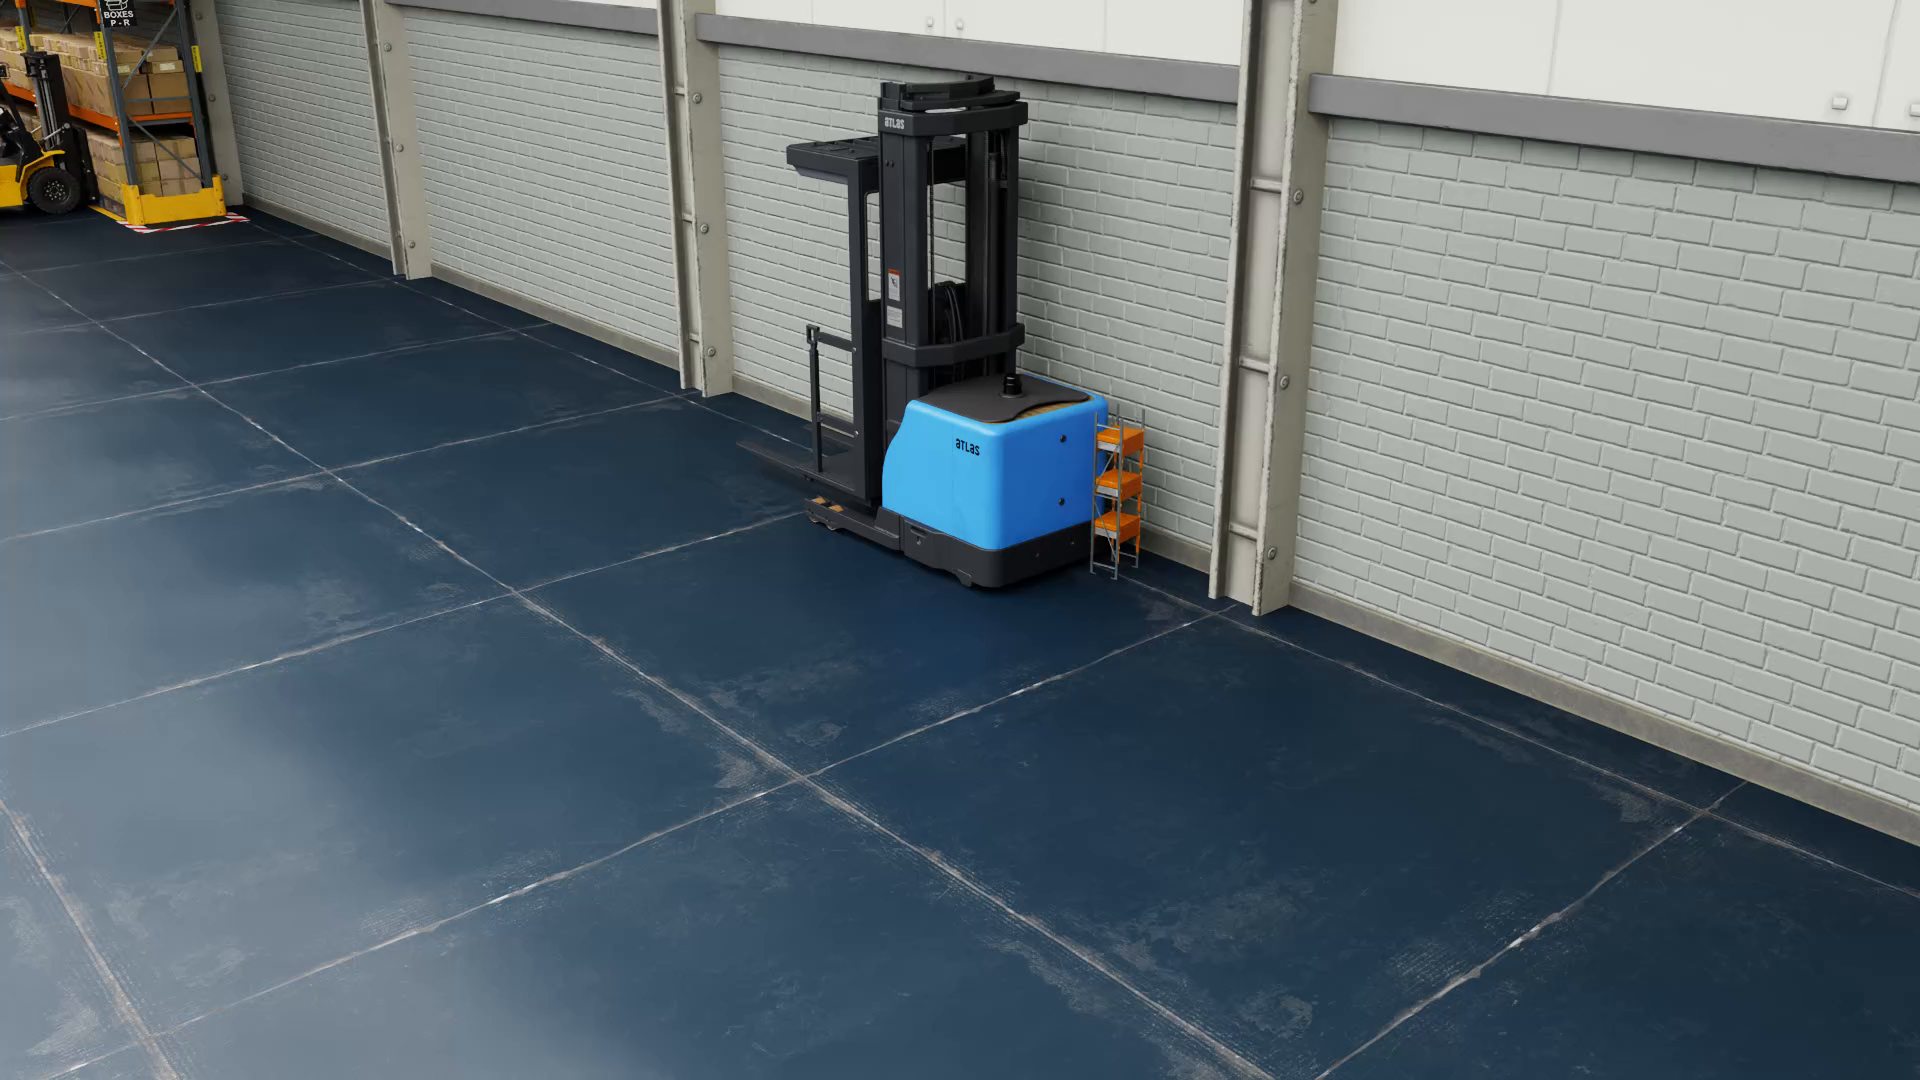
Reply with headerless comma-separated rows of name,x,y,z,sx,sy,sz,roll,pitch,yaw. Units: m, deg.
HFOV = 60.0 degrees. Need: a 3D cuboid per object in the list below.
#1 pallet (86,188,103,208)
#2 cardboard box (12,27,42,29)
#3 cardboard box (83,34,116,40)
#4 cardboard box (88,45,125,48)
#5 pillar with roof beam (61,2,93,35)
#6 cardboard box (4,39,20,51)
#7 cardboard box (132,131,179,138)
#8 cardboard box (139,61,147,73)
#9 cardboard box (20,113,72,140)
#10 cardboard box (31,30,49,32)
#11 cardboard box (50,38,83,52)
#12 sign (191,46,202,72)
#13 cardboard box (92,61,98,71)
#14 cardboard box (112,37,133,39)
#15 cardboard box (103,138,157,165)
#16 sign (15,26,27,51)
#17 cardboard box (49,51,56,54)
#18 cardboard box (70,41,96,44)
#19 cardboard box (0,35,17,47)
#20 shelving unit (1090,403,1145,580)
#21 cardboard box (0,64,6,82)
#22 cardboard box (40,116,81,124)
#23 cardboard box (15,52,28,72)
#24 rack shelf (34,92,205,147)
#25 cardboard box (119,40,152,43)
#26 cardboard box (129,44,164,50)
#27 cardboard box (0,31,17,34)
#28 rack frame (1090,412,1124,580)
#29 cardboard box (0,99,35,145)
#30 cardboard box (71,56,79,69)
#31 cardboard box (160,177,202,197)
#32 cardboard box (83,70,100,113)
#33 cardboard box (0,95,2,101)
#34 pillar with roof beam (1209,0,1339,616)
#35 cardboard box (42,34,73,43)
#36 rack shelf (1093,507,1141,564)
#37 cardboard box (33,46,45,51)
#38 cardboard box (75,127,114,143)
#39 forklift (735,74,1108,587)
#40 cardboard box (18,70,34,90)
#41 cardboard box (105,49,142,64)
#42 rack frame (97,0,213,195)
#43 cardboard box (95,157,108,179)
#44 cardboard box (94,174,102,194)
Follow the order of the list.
pallet,-11.549,-4.842,23.057,1.003,0.211,1.213,-17,27,-37
cardboard box,-14.826,-8.074,26.458,0.380,0.149,0.250,-17,27,-36
cardboard box,-12.084,-7.029,23.383,0.380,0.149,0.250,-18,28,-38
cardboard box,-11.101,-6.351,21.652,0.380,0.149,0.250,-17,27,-37
pillar with roof beam,-17.175,-9.435,22.735,9.100,9.000,0.400,-17,27,-37
cardboard box,-13.802,-7.286,24.446,0.380,0.149,0.250,-19,28,-39
cardboard box,-10.725,-5.298,22.221,0.500,0.250,0.500,-17,27,-37
cardboard box,-10.460,-6.159,21.570,0.380,0.149,0.250,-17,27,-37
cardboard box,-13.686,-6.155,25.266,0.875,0.625,0.625,-18,28,-38
cardboard box,-14.379,-7.846,25.876,0.380,0.149,0.250,-18,27,-38
cardboard box,-12.161,-6.756,22.685,0.380,0.149,0.250,-18,28,-38
sign,-9.801,-6.173,21.335,0.100,0.325,0.005,-17,27,-37
cardboard box,-10.976,-6.130,21.495,0.380,0.149,0.250,-17,27,-36
cardboard box,-11.588,-6.817,22.841,0.380,0.149,0.250,-18,28,-38
cardboard box,-10.762,-5.036,21.552,0.500,0.250,0.500,-16,27,-36
sign,-13.241,-7.078,23.463,0.100,0.325,0.005,-17,27,-37
cardboard box,-12.191,-6.610,22.721,0.380,0.149,0.250,-18,28,-38
cardboard box,-11.625,-6.561,22.187,0.380,0.149,0.250,-17,27,-37
cardboard box,-14.316,-7.498,24.989,0.380,0.149,0.250,-18,28,-39
shelving unit,0.974,-0.297,10.304,0.215,1.050,0.252,16,26,35
cardboard box,-14.340,-7.137,25.300,0.500,0.250,0.500,-16,27,-36
cardboard box,-12.759,-5.880,23.707,0.500,0.250,0.500,-18,28,-38
cardboard box,-13.351,-6.945,24.123,0.500,0.250,0.500,-18,28,-39
rack shelf,-11.531,-5.820,22.717,1.077,0.370,4.000,-17,27,-37
cardboard box,-11.049,-6.618,22.333,0.380,0.149,0.250,-18,28,-39
cardboard box,-10.611,-6.383,21.733,0.380,0.149,0.250,-17,27,-36
cardboard box,-14.733,-7.733,25.588,0.380,0.149,0.250,-17,27,-37
rack frame,0.899,-0.262,10.214,0.200,1.050,0.008,16,26,35
cardboard box,-15.051,-6.727,26.726,0.875,0.625,0.625,-16,27,-36
cardboard box,-11.520,-6.329,22.002,0.380,0.149,0.250,-17,27,-37
cardboard box,-10.398,-4.700,22.065,0.500,0.250,0.500,-17,27,-37
cardboard box,-11.077,-5.868,21.716,0.500,0.500,0.500,-16,27,-36
cardboard box,-15.962,-7.222,27.273,0.380,0.149,0.250,-19,28,-40
pillar with roof beam,-1.509,-2.805,5.806,9.100,9.000,0.400,-17,27,-37
cardboard box,-12.601,-6.989,23.281,0.380,0.149,0.250,-17,27,-37
rack shelf,0.973,-0.029,10.409,0.215,0.259,0.240,16,26,35
cardboard box,-12.828,-6.905,23.475,0.380,0.149,0.250,-18,28,-38
cardboard box,-11.762,-5.455,22.621,0.500,0.250,0.500,-18,28,-38
forklift,-0.408,-1.536,10.888,1.130,2.935,3.031,-18,27,-38
cardboard box,-13.364,-6.715,24.220,0.500,0.250,0.500,-17,27,-36
cardboard box,-10.619,-6.138,21.108,0.380,0.149,0.250,-17,27,-37
rack frame,-10.226,-5.602,21.175,1.000,3.000,0.127,-17,27,-37
cardboard box,-11.099,-4.952,22.022,0.500,0.250,0.500,-18,28,-38
cardboard box,-11.409,-4.852,22.454,0.500,0.250,0.500,-17,27,-37
